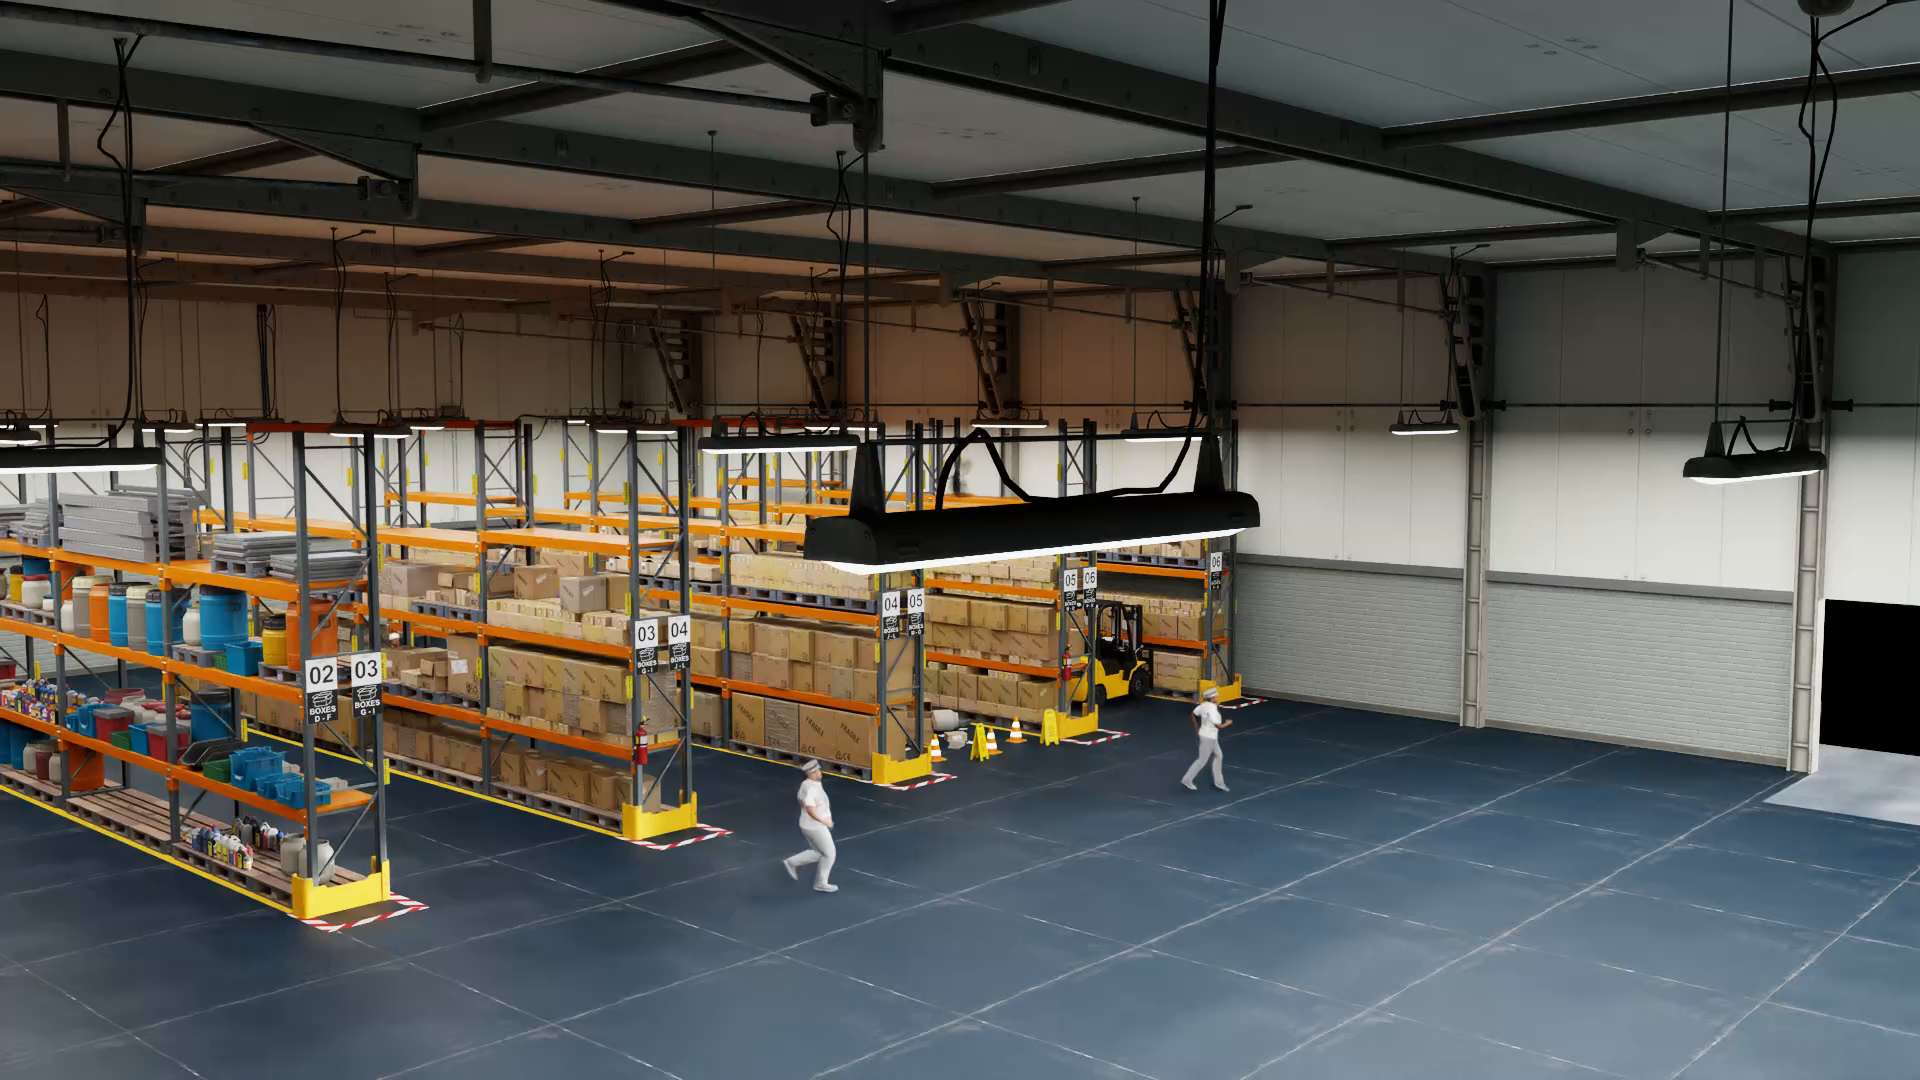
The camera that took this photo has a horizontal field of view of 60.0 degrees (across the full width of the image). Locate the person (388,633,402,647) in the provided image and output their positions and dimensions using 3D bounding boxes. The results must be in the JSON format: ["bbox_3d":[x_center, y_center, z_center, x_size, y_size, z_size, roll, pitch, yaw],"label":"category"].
[{"bbox_3d":[-11.264,2.737,33.228,0.695,1.773,0.634,3,6,33],"label":"person"}]

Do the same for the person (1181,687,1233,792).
[{"bbox_3d":[4.021,3.264,27.097,0.863,1.737,0.547,0,5,-4],"label":"person"}]

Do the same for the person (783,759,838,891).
[{"bbox_3d":[-1.929,3.713,21.566,0.696,1.750,0.664,-2,5,-19],"label":"person"}]
